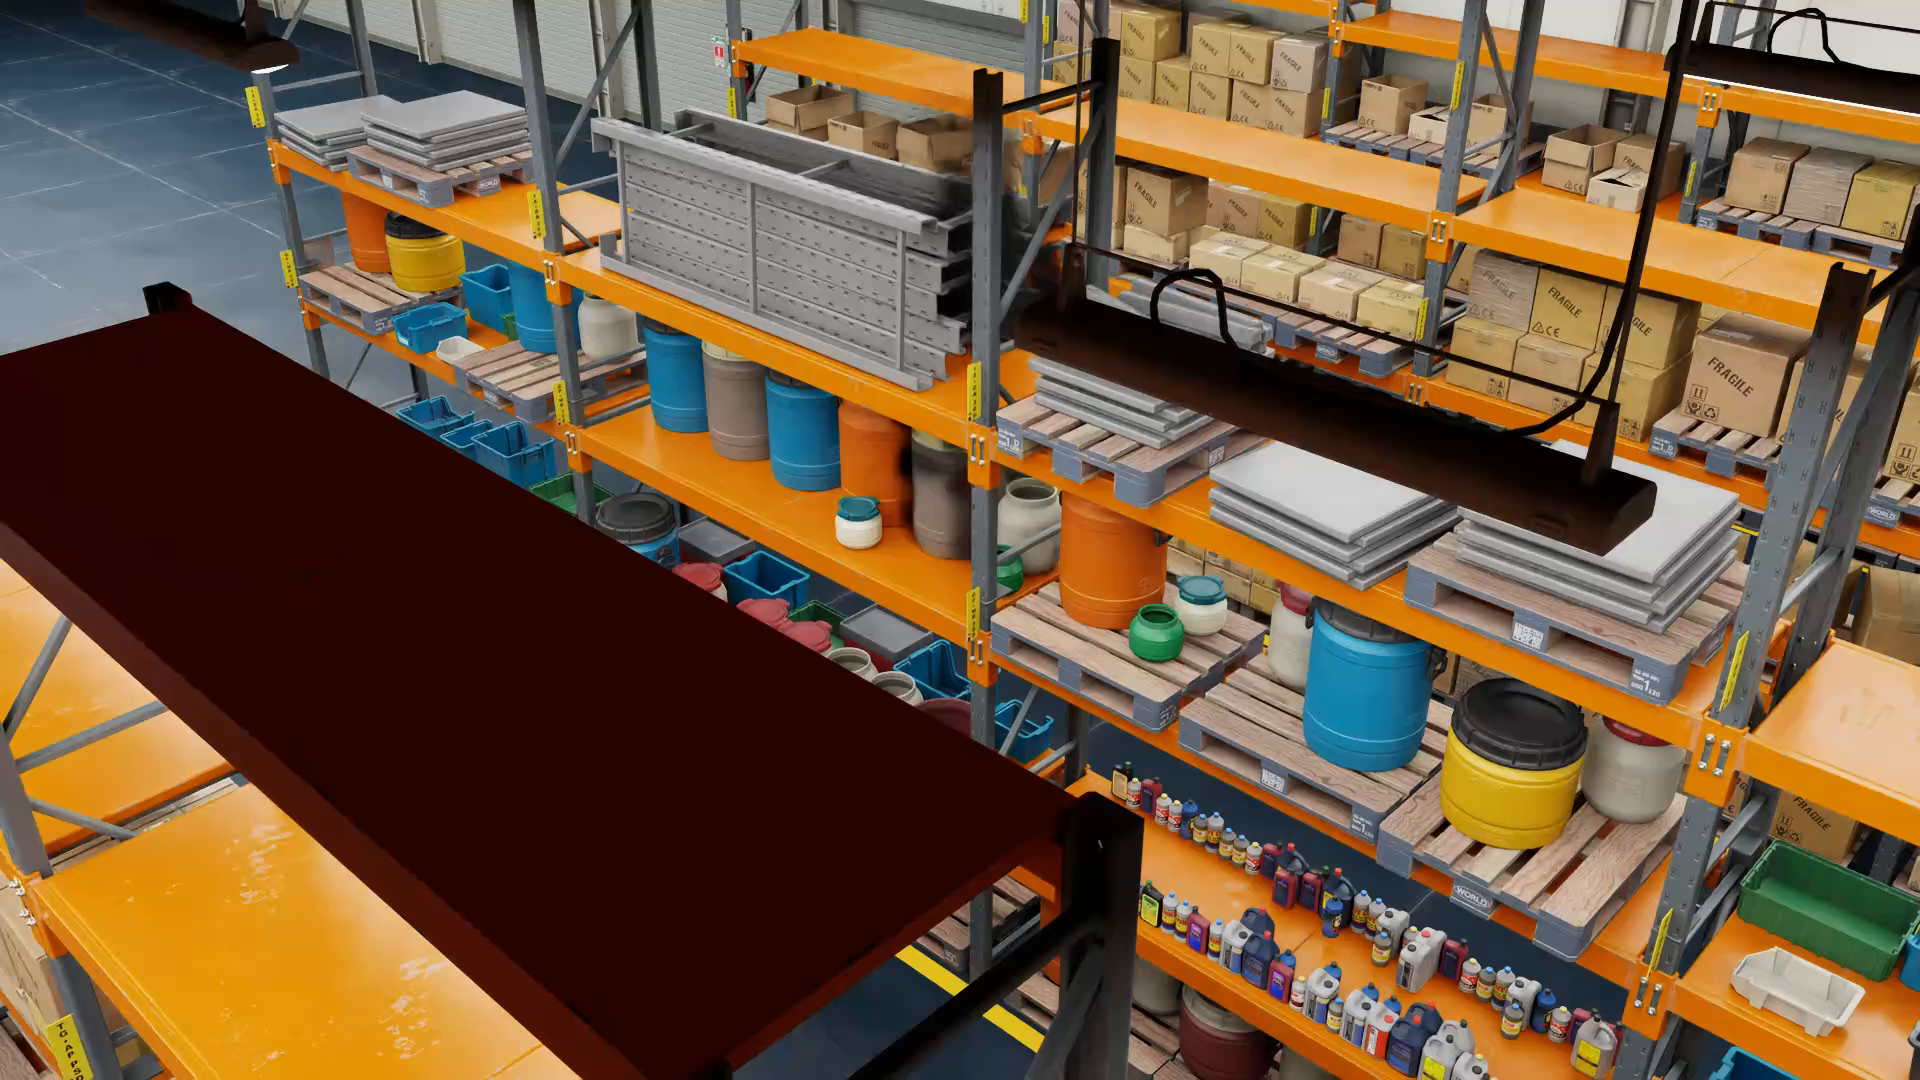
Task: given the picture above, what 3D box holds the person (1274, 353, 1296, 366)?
[{"bbox_3d":[3.149,-1.228,16.611,0.948,1.732,0.644,19,35,31],"label":"person"}]
